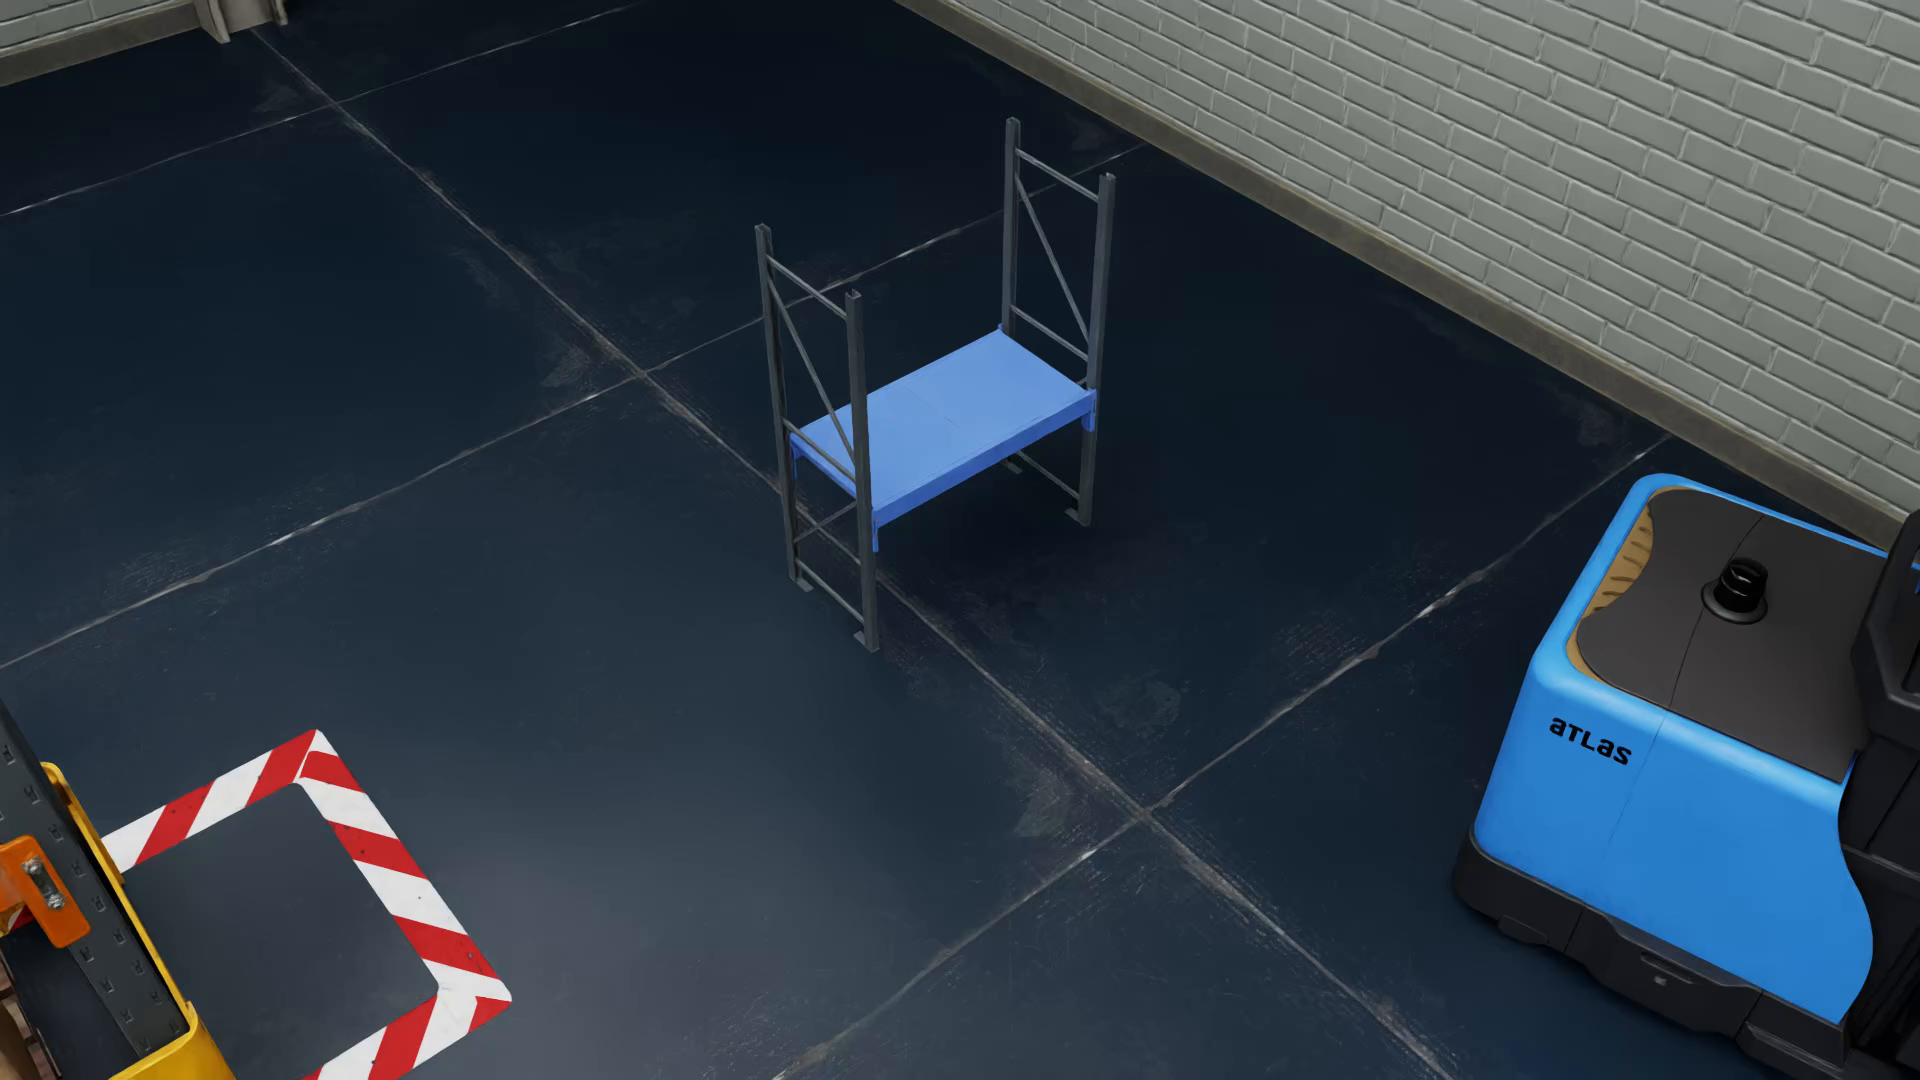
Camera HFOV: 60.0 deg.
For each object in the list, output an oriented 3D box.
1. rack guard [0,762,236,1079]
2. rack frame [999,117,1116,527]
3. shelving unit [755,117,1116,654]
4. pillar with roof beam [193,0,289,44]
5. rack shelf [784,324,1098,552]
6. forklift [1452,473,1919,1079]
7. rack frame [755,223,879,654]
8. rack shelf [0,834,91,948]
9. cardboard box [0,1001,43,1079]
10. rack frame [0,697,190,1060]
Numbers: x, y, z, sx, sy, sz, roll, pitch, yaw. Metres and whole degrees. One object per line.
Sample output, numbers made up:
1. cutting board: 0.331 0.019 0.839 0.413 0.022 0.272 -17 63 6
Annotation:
1. rack guard: -2.411 1.191 4.616 0.348 0.500 1.175 -30 51 -28
2. rack frame: 0.325 -0.733 5.934 0.032 1.500 0.500 -30 51 -28
3. shelving unit: -0.065 -0.509 5.697 1.048 1.500 0.538 -30 51 -28
4. pillar with roof beam: -1.255 -3.919 3.850 0.400 9.000 9.100 -30 51 -28
5. rack shelf: -0.065 -0.378 5.820 1.000 0.185 0.538 -30 51 -28
6. forklift: 2.997 0.335 3.753 3.031 2.935 1.130 25 49 24
7. rack frame: -0.455 -0.286 5.459 0.032 1.500 0.500 -30 51 -28
8. rack shelf: -3.886 1.388 3.107 4.000 0.370 1.077 -30 51 -28
9. cardboard box: -2.611 1.366 4.109 0.500 0.500 0.500 -30 51 -28
10. rack frame: -2.352 0.247 3.796 0.127 3.000 1.000 -30 51 -28
